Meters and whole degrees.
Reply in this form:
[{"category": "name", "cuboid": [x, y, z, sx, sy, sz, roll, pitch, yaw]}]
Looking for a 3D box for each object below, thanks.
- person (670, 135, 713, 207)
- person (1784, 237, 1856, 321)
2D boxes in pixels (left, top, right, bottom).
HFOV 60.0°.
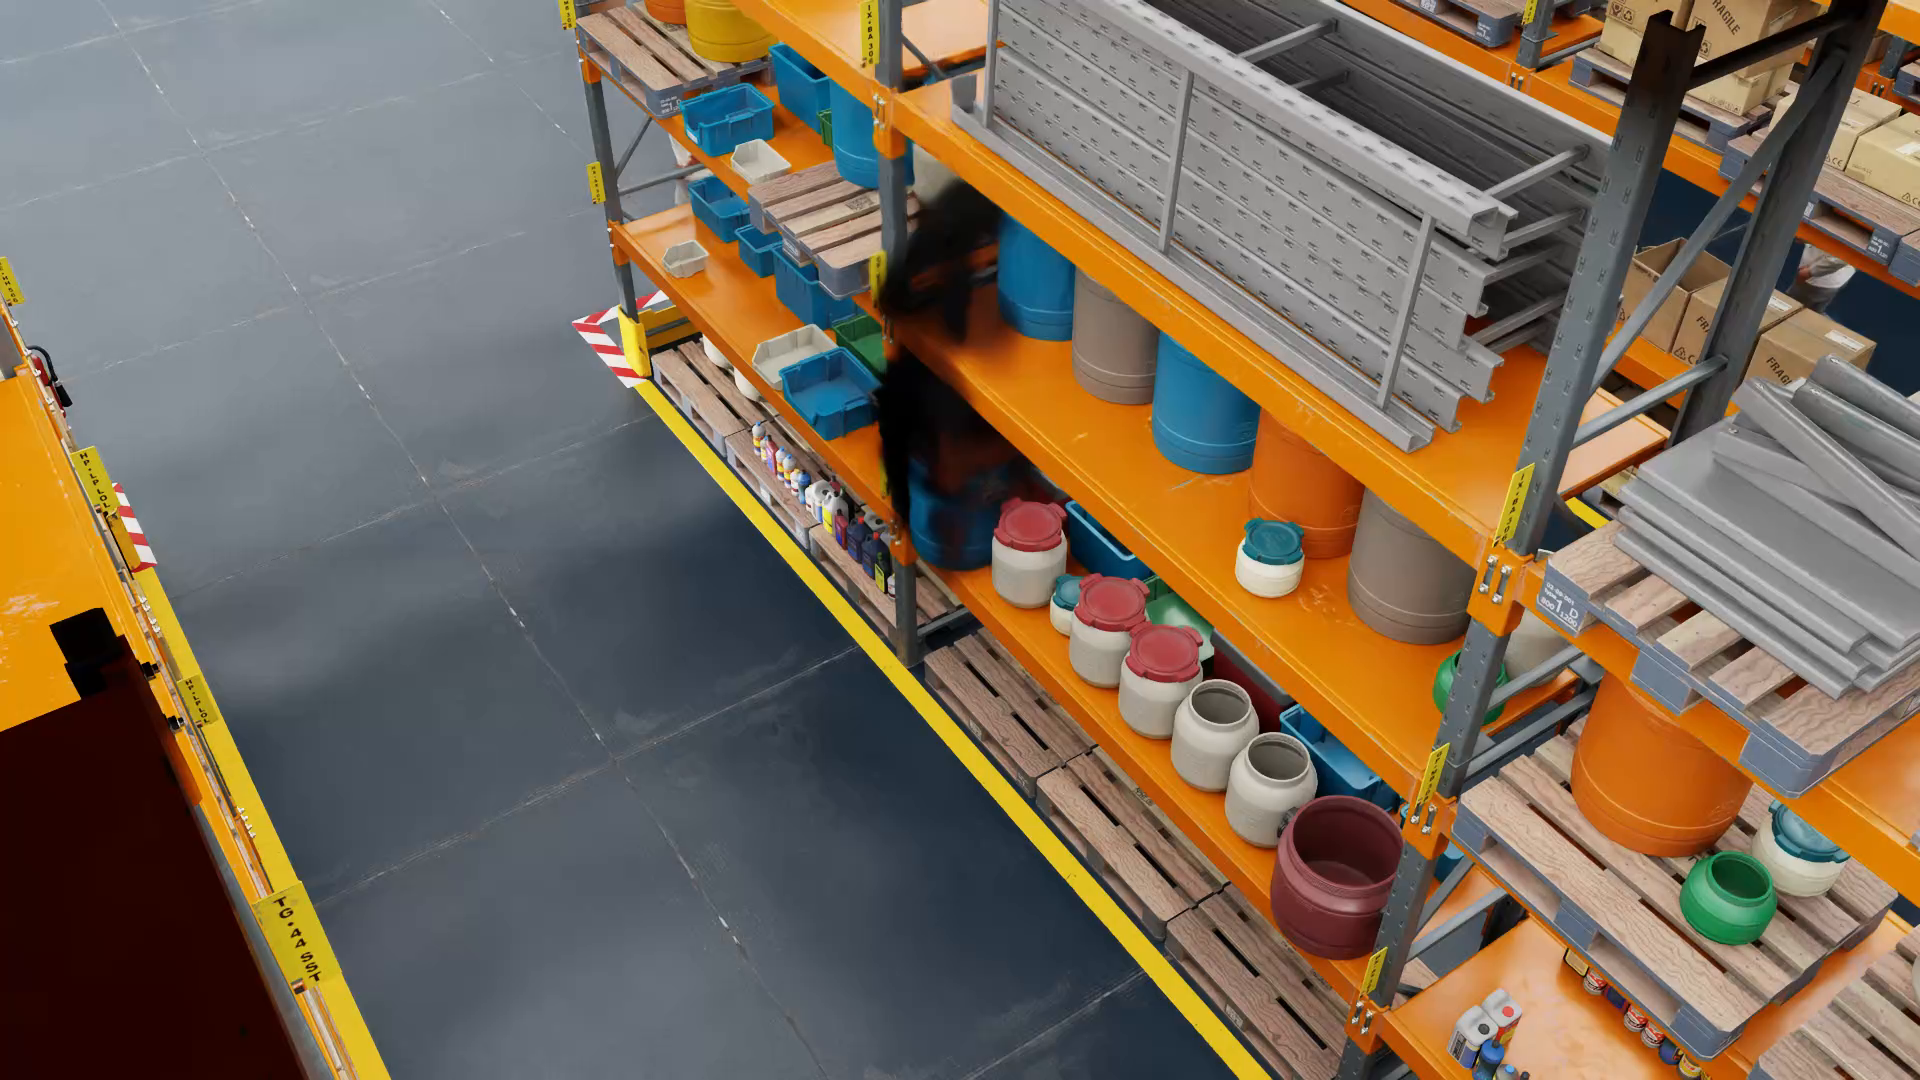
[{"category": "person", "cuboid": [-2.128, -3.094, 13.858, 0.750, 1.735, 0.722, 10, 44, 11]}, {"category": "person", "cuboid": [6.588, -1.995, 12.633, 0.683, 1.783, 0.816, -33, 52, -31]}]
